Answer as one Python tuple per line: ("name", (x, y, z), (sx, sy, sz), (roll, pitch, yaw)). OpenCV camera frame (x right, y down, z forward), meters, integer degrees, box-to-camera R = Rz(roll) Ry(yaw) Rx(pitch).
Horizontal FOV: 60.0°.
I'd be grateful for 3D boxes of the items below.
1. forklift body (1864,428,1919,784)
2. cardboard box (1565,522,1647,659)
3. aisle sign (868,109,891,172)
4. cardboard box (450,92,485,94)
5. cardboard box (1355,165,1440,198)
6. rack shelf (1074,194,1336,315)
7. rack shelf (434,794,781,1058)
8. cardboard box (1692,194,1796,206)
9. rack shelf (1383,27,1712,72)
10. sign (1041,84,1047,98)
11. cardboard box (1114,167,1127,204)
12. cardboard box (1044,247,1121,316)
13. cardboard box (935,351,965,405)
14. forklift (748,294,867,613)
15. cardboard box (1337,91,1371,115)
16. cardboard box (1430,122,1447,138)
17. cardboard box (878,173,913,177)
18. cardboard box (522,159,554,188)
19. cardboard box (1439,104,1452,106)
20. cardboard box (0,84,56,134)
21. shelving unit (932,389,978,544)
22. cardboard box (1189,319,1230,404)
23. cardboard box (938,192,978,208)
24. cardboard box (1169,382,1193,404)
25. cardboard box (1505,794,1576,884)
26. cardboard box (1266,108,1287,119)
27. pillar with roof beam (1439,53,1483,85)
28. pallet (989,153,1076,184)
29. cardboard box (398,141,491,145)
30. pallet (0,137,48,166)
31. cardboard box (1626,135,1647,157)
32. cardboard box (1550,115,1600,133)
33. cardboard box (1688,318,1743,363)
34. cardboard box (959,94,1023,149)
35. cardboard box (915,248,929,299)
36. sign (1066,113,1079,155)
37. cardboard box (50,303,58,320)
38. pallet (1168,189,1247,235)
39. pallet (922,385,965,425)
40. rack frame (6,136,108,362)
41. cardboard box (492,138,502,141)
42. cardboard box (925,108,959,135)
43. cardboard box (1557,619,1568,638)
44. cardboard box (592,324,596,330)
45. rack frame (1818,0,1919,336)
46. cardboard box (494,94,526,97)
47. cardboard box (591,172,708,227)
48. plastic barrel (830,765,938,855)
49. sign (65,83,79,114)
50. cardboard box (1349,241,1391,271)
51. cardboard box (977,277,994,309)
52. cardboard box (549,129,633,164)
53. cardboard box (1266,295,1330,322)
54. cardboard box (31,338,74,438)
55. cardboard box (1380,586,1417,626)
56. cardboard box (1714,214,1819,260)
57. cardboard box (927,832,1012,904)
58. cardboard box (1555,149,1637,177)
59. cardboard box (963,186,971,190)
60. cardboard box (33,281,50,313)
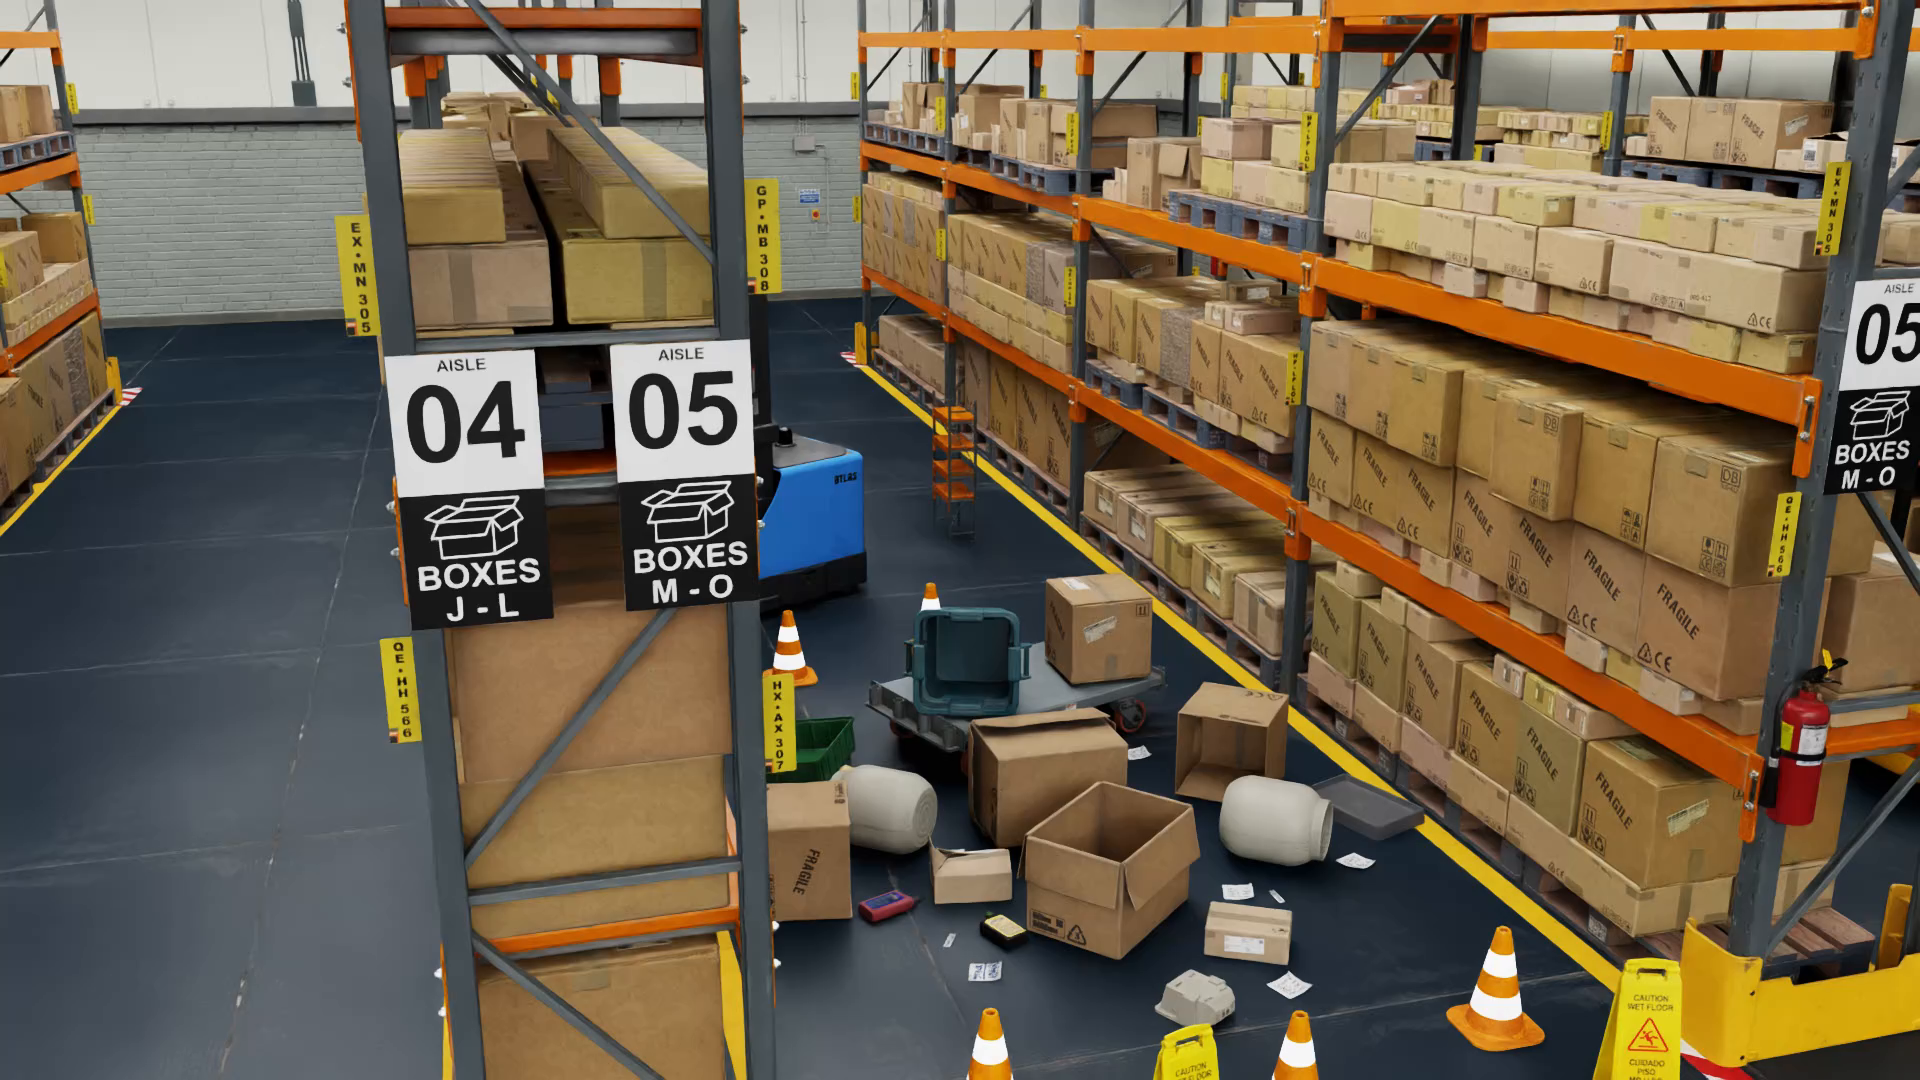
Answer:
("forklift body", (6.128, 0.281, 9.278), (2.313, 2.155, 1.214), (-5, 17, -15))
("cardboard box", (3.085, 0.191, 7.412), (0.500, 0.500, 0.500), (-5, 17, -15))
("aisle sign", (-1.064, -5.019, 20.929), (0.394, 0.787, 0.004), (-5, 17, -15))
("cardboard box", (-5.627, -5.046, 19.020), (0.380, 0.149, 0.250), (-5, 17, -16))
("cardboard box", (2.405, -1.974, 9.145), (0.380, 0.149, 0.250), (-4, 17, -14))
("rack shelf", (1.983, -2.103, 11.777), (1.077, 0.370, 4.000), (-5, 17, -15))
("rack shelf", (-1.649, 0.859, 7.129), (1.077, 0.370, 4.000), (-5, 17, -15))
("cardboard box", (3.479, -1.443, 7.379), (0.380, 0.149, 0.250), (-5, 17, -16))
("rack shelf", (5.655, -4.848, 16.396), (1.077, 0.370, 4.000), (-5, 17, -15))
("sign", (0.853, -4.552, 17.231), (0.100, 0.325, 0.005), (-5, 17, -15))
("cardboard box", (1.427, -2.766, 12.965), (0.396, 0.266, 0.258), (-5, 17, -15))
("cardboard box", (1.040, -2.214, 14.196), (0.500, 0.500, 0.500), (-5, 17, -17))
("cardboard box", (0.265, -1.827, 18.545), (0.875, 0.438, 0.875), (-5, 17, -16))
("forklift", (-2.137, -0.842, 11.662), (3.031, 2.935, 1.130), (-15, 22, -40))
("cardboard box", (4.588, -5.071, 19.282), (0.500, 0.250, 0.500), (-5, 17, -16))
("cardboard box", (5.088, -4.233, 17.150), (0.380, 0.149, 0.250), (-5, 17, -16))
("cardboard box", (-0.793, -4.428, 20.439), (0.380, 0.149, 0.250), (-4, 17, -14))
("cardboard box", (-1.817, -1.679, 7.954), (0.500, 0.250, 0.500), (-5, 17, -16))
("cardboard box", (5.392, -4.629, 17.951), (0.380, 0.149, 0.250), (-5, 17, -15))
("cardboard box", (-10.099, -4.588, 17.720), (0.700, 0.500, 0.500), (-6, 18, -19))
("shelving unit", (-0.045, -0.620, 13.932), (0.258, 1.200, 0.503), (-5, 17, -15))
("cardboard box", (1.912, -1.240, 11.444), (0.500, 0.500, 0.500), (-4, 17, -13))
("cardboard box", (-0.025, -3.650, 17.850), (0.380, 0.149, 0.250), (-4, 17, -14))
("cardboard box", (1.742, -1.090, 12.073), (0.380, 0.149, 0.250), (-4, 17, -14))
("cardboard box", (3.016, 1.418, 8.068), (0.500, 0.250, 0.500), (-5, 17, -15))
("cardboard box", (4.154, -5.252, 20.753), (0.500, 0.250, 0.500), (-5, 17, -17))
("pillar with roof beam", (1.642, -5.861, 17.822), (9.100, 9.000, 0.400), (-5, 17, -15))
("pallet", (0.895, -3.394, 15.150), (1.003, 0.211, 1.213), (-4, 17, -13))
("cardboard box", (-2.144, -1.577, 6.919), (0.380, 0.149, 0.250), (-5, 17, -15))
("pallet", (-9.741, -3.846, 16.480), (1.003, 0.211, 1.213), (-5, 17, -15))
("cardboard box", (6.009, -3.411, 14.383), (0.380, 0.166, 0.250), (-5, 17, -15))
("cardboard box", (5.734, -3.879, 15.487), (0.380, 0.149, 0.250), (-5, 18, -17))
("cardboard box", (3.165, -0.811, 6.660), (0.380, 0.149, 0.250), (-5, 17, -15))
("cardboard box", (0.298, -4.090, 16.236), (0.500, 0.500, 0.500), (-5, 17, -16))
("cardboard box", (-0.186, -2.969, 18.448), (0.500, 0.500, 0.500), (-5, 17, -17))
("sign", (0.898, -3.245, 13.291), (0.100, 0.325, 0.005), (-5, 17, -15))
("cardboard box", (-9.386, -2.306, 16.853), (0.380, 0.149, 0.250), (-5, 17, -17))
("pallet", (2.177, -2.271, 11.409), (1.213, 0.211, 1.003), (-5, 17, -15))
("pallet", (0.200, -1.552, 18.752), (1.003, 0.211, 1.213), (-5, 17, -15))
("rack frame", (-10.294, -2.994, 18.705), (1.000, 3.000, 0.127), (-5, 17, -15))
("cardboard box", (-3.699, -2.768, 12.564), (0.500, 0.500, 0.500), (-5, 17, -15))
("cardboard box", (-0.149, -4.444, 17.647), (0.396, 0.266, 0.258), (-4, 17, -13))
("cardboard box", (3.062, 0.397, 7.852), (0.380, 0.149, 0.250), (-4, 17, -14))
("cardboard box", (-1.095, -0.828, 5.812), (0.380, 0.149, 0.250), (-5, 17, -15))
("rack frame", (3.632, -2.225, 5.717), (1.000, 3.000, 0.127), (-5, 17, -15))
("cardboard box", (-4.890, -4.798, 18.196), (0.380, 0.149, 0.250), (-5, 17, -17))
("cardboard box", (-0.953, -1.066, 5.221), (0.380, 0.149, 0.250), (-5, 17, -15))
("plastic barrel", (-0.412, 1.388, 8.597), (0.512, 0.421, 0.421), (7, 18, 23))
("sign", (-9.768, -4.856, 18.288), (0.100, 0.325, 0.005), (-5, 17, -15))
("cardboard box", (2.398, -1.592, 9.260), (0.380, 0.149, 0.250), (-5, 17, -15))
("cardboard box", (0.467, -2.411, 16.156), (0.500, 0.250, 0.500), (-4, 17, -15))
("cardboard box", (-1.723, -1.840, 7.797), (0.380, 0.149, 0.250), (-5, 17, -15))
("cardboard box", (2.346, -1.611, 11.552), (0.380, 0.149, 0.250), (-4, 17, -12))
("cardboard box", (-9.546, -1.509, 16.725), (0.875, 0.875, 0.875), (-5, 17, -15))
("cardboard box", (2.555, 0.354, 9.179), (0.380, 0.149, 0.250), (-4, 17, -13))
("cardboard box", (3.221, -1.194, 6.551), (0.380, 0.149, 0.250), (-4, 17, -14))
("cardboard box", (0.044, 1.600, 8.163), (0.396, 0.266, 0.258), (-2, 17, -6))
("cardboard box", (5.830, -3.446, 15.255), (0.500, 0.250, 0.500), (-5, 18, -17))
("cardboard box", (0.246, -3.903, 18.691), (0.380, 0.149, 0.250), (-5, 17, -17))
("cardboard box", (-9.351, -2.390, 16.437), (0.500, 0.250, 0.500), (-4, 17, -14))
